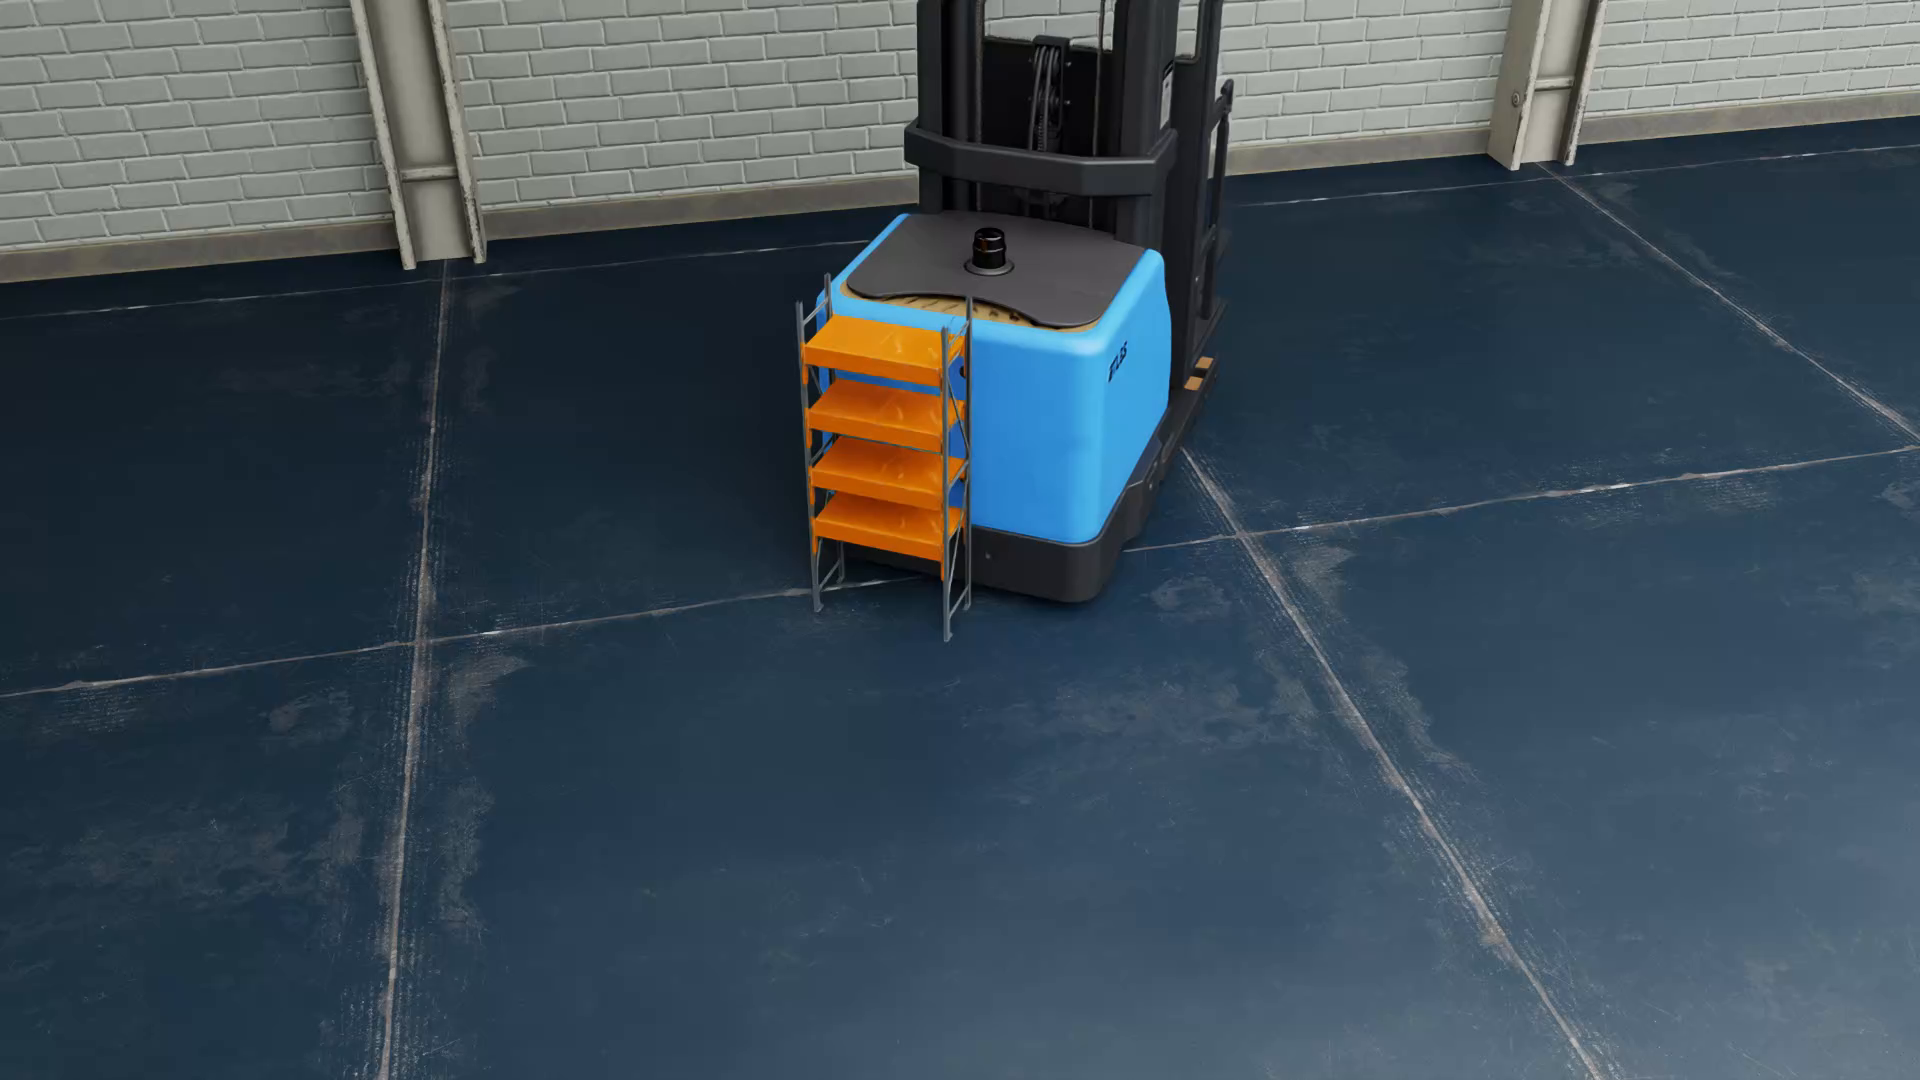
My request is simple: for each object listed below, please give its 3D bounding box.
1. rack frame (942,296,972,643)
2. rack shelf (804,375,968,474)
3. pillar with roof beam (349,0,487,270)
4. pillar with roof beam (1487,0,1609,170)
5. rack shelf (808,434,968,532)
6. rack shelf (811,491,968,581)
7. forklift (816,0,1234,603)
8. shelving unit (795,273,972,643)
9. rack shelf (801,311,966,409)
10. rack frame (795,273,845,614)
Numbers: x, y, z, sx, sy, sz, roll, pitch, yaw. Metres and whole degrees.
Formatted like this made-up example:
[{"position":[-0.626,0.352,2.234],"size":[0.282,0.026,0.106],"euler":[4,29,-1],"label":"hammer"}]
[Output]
[{"position":[-0.008,-0.208,5.483],"size":[0.015,1.200,0.240],"euler":[12,36,17],"label":"rack frame"},{"position":[-0.238,-0.385,5.466],"size":[0.480,0.148,0.258],"euler":[12,36,17],"label":"rack shelf"},{"position":[-1.651,-2.845,2.414],"size":[0.400,9.000,9.100],"euler":[-7,35,-11],"label":"pillar with roof beam"},{"position":[4.201,-3.583,3.513],"size":[0.400,9.000,9.100],"euler":[-7,35,-11],"label":"pillar with roof beam"},{"position":[-0.238,-0.199,5.590],"size":[0.480,0.148,0.258],"euler":[12,36,17],"label":"rack shelf"},{"position":[-0.237,-0.034,5.701],"size":[0.480,0.148,0.258],"euler":[12,36,17],"label":"rack shelf"},{"position":[0.483,-1.813,6.322],"size":[1.130,2.935,3.031],"euler":[12,36,17],"label":"forklift"},{"position":[-0.238,-0.255,5.553],"size":[0.503,1.200,0.258],"euler":[12,36,17],"label":"shelving unit"},{"position":[-0.238,-0.581,5.334],"size":[0.480,0.148,0.258],"euler":[12,36,17],"label":"rack shelf"},{"position":[-0.467,-0.302,5.623],"size":[0.015,1.200,0.240],"euler":[12,36,17],"label":"rack frame"}]
